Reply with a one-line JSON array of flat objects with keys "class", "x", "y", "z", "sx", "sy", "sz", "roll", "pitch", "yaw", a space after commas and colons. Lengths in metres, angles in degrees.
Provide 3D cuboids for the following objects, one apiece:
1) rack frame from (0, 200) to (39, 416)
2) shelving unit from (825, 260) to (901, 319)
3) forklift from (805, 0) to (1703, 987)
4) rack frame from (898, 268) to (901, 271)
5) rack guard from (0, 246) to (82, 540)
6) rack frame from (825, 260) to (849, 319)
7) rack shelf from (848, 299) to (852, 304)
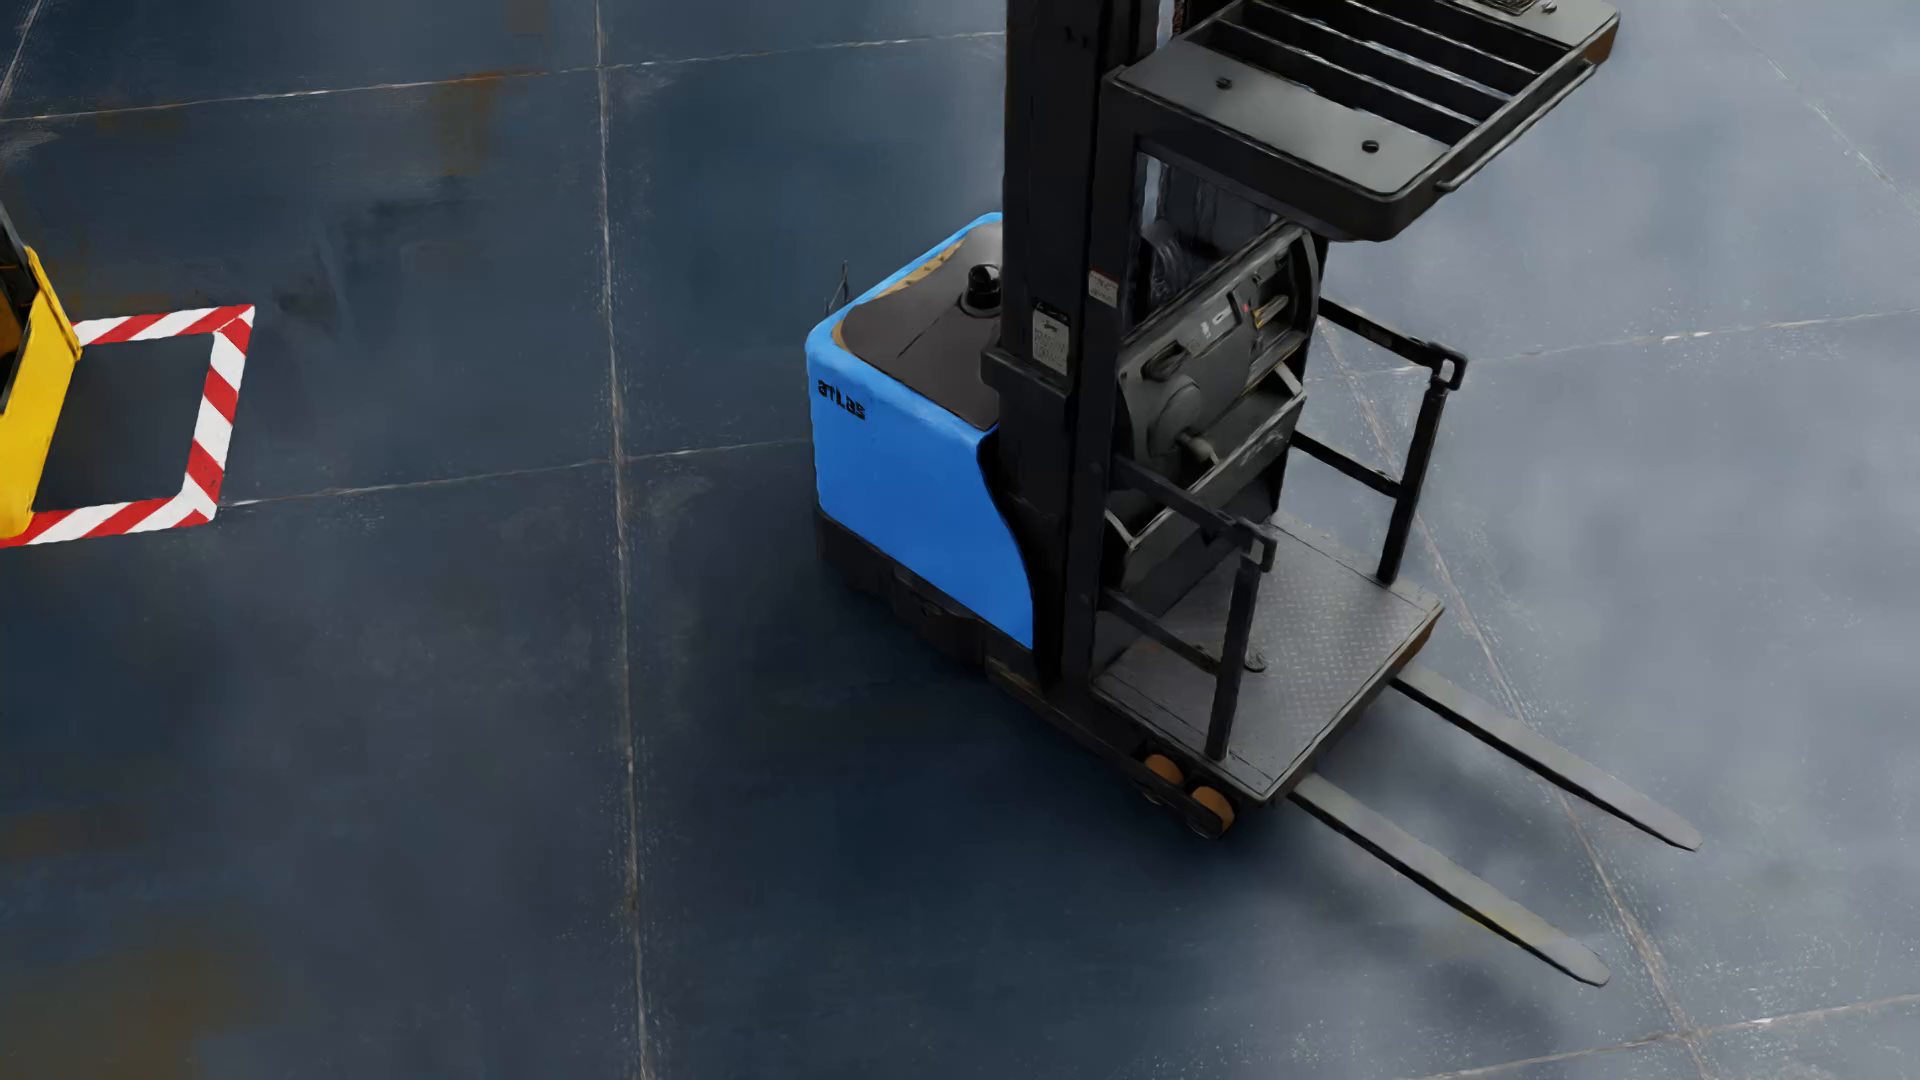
[{"class": "rack frame", "x": -3.719, "y": -1.490, "z": 5.603, "sx": 0.127, "sy": 3.000, "sz": 1.000, "roll": -7, "pitch": 46, "yaw": -7}, {"class": "shelving unit", "x": -0.341, "y": -0.591, "z": 6.195, "sx": 0.210, "sy": 0.900, "sz": 0.258, "roll": 10, "pitch": 47, "yaw": 10}, {"class": "forklift", "x": 0.914, "y": -0.496, "z": 4.693, "sx": 3.031, "sy": 2.935, "sz": 1.130, "roll": 33, "pitch": 54, "yaw": 27}, {"class": "rack frame", "x": -0.243, "y": -0.573, "z": 6.178, "sx": 0.006, "sy": 0.900, "sz": 0.240, "roll": 10, "pitch": 47, "yaw": 10}, {"class": "rack guard", "x": -3.786, "y": -0.580, "z": 6.462, "sx": 0.348, "sy": 0.500, "sz": 1.175, "roll": -7, "pitch": 46, "yaw": -7}, {"class": "rack frame", "x": -0.440, "y": -0.609, "z": 6.212, "sx": 0.006, "sy": 0.900, "sz": 0.240, "roll": 10, "pitch": 47, "yaw": 10}, {"class": "rack shelf", "x": -0.341, "y": -0.755, "z": 6.024, "sx": 0.200, "sy": 0.077, "sz": 0.258, "roll": 10, "pitch": 47, "yaw": 10}]
